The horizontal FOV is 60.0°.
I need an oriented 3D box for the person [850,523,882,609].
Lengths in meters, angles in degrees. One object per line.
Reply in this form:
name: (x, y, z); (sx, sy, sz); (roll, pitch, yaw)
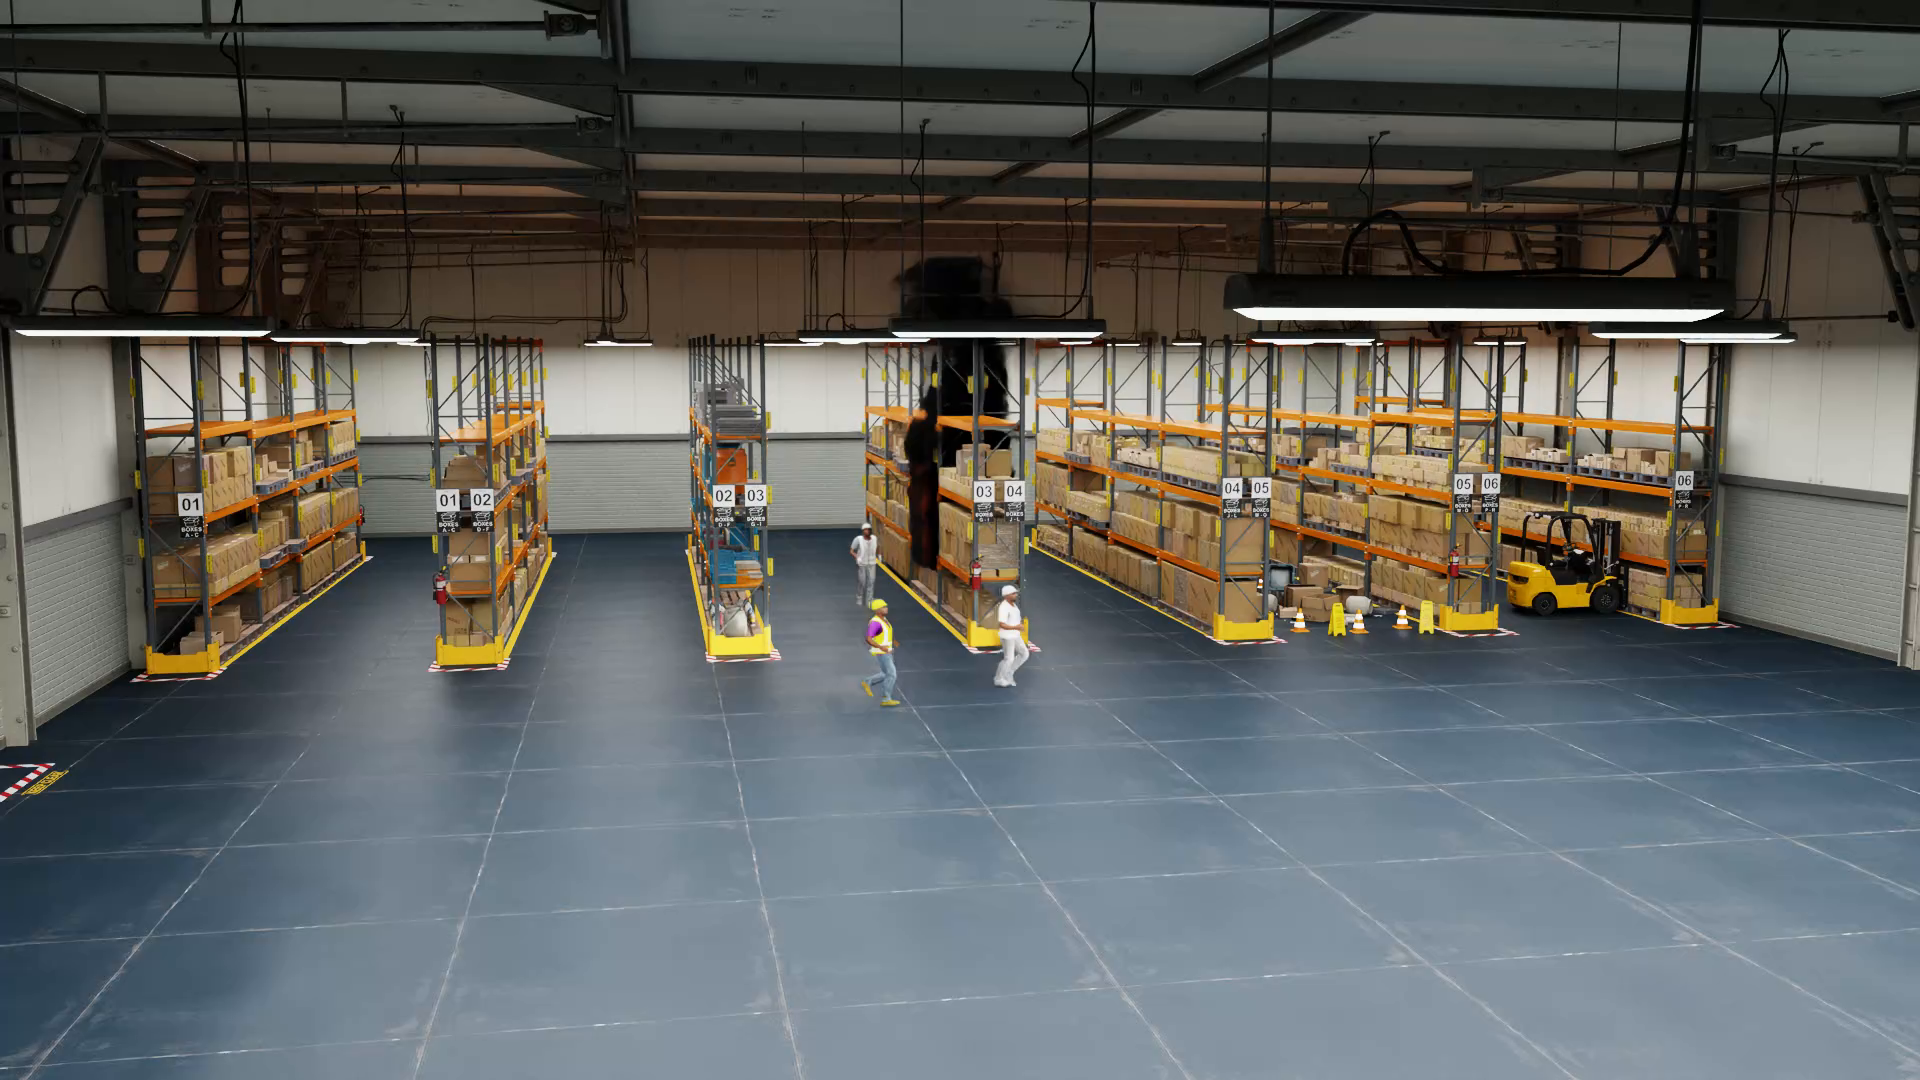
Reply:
person: (-1.971, 0.532, 35.194); (0.708, 1.791, 0.703); (-3, 7, -21)

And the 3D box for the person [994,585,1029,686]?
person: (0.882, 1.634, 28.155); (0.657, 1.746, 0.672); (3, 7, 24)

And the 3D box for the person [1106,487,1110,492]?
person: (4.319, -0.737, 48.934); (0.742, 1.742, 0.546); (-2, 7, -18)

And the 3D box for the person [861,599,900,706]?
person: (-1.298, 1.807, 26.774); (0.675, 1.721, 0.694); (1, 7, 11)
